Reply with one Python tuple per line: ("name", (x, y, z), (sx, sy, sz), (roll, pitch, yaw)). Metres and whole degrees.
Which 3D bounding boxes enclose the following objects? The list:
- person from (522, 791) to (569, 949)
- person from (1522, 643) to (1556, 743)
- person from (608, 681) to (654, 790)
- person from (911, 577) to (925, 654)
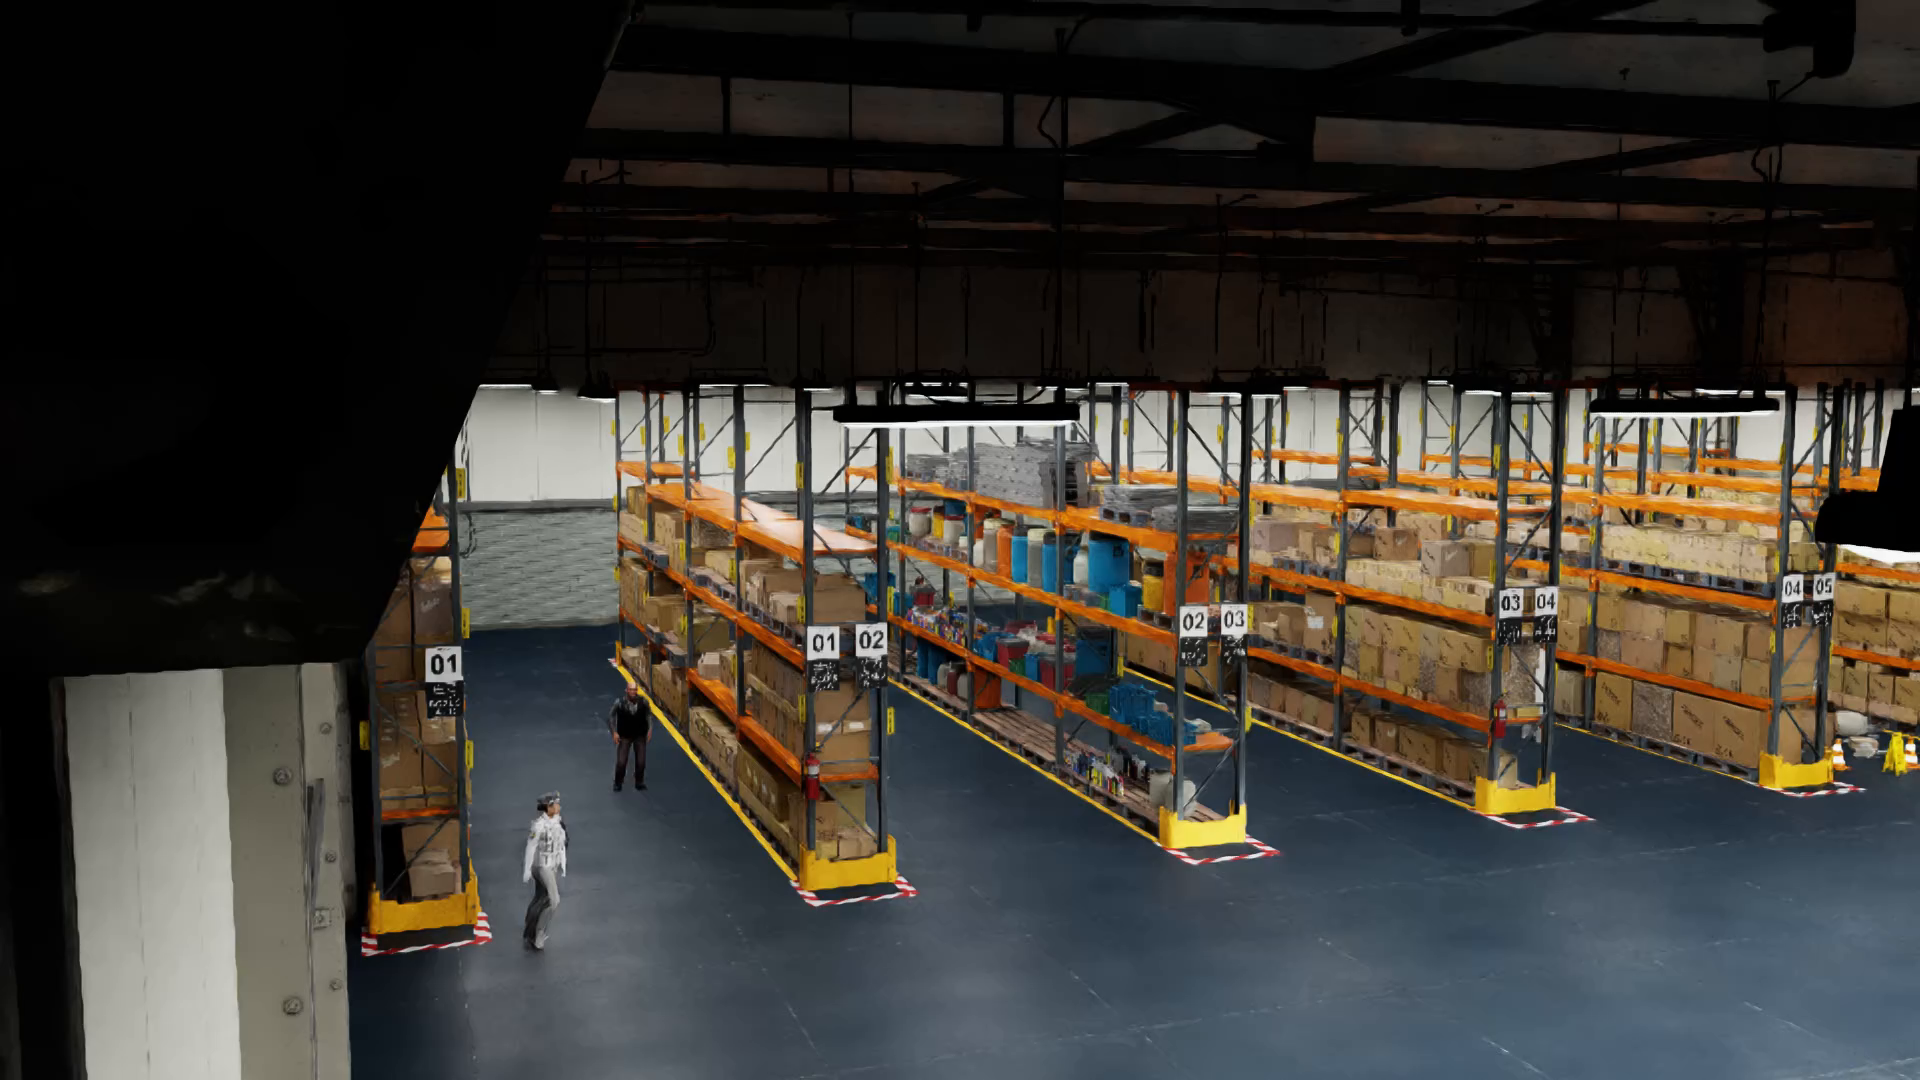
("person", (-4.556, 3.571, 18.179), (0.505, 1.677, 0.555), (2, 6, 15))
("person", (9.707, 2.480, 27.924), (0.638, 1.784, 0.515), (5, 8, 39))
("person", (-4.876, 2.901, 24.670), (0.677, 1.674, 0.534), (-2, 6, -21))
("person", (-0.882, 1.641, 36.372), (0.384, 1.672, 0.625), (0, 6, 0))
